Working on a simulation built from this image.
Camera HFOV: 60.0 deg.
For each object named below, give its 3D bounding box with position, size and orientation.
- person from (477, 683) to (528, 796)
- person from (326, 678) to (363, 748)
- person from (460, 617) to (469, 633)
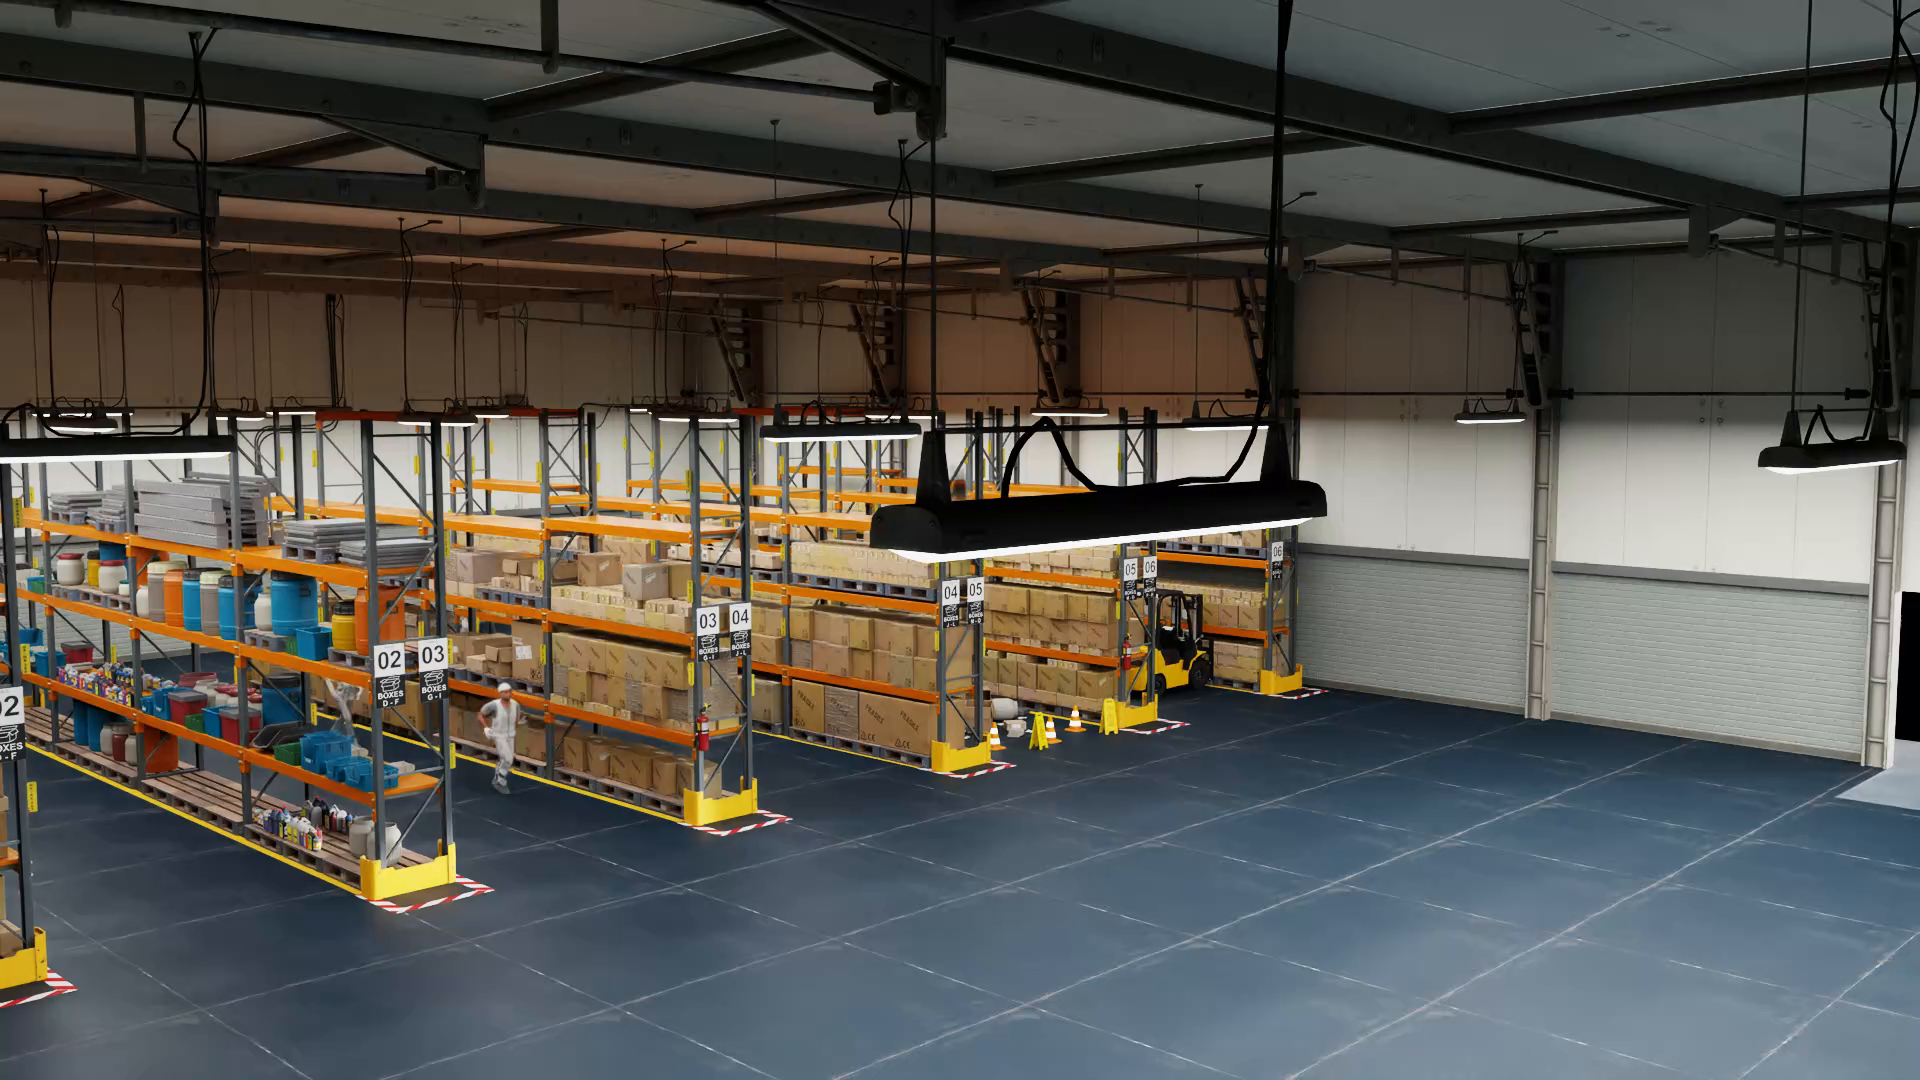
[{"bbox_3d":[-7.179,3.139,26.183,0.771,1.797,0.656,4,7,40],"label":"person"},{"bbox_3d":[-11.064,2.918,29.853,0.655,1.628,0.968,-5,7,-43],"label":"person"},{"bbox_3d":[-11.909,1.941,40.465,0.550,1.649,0.777,-2,5,-19],"label":"person"}]
